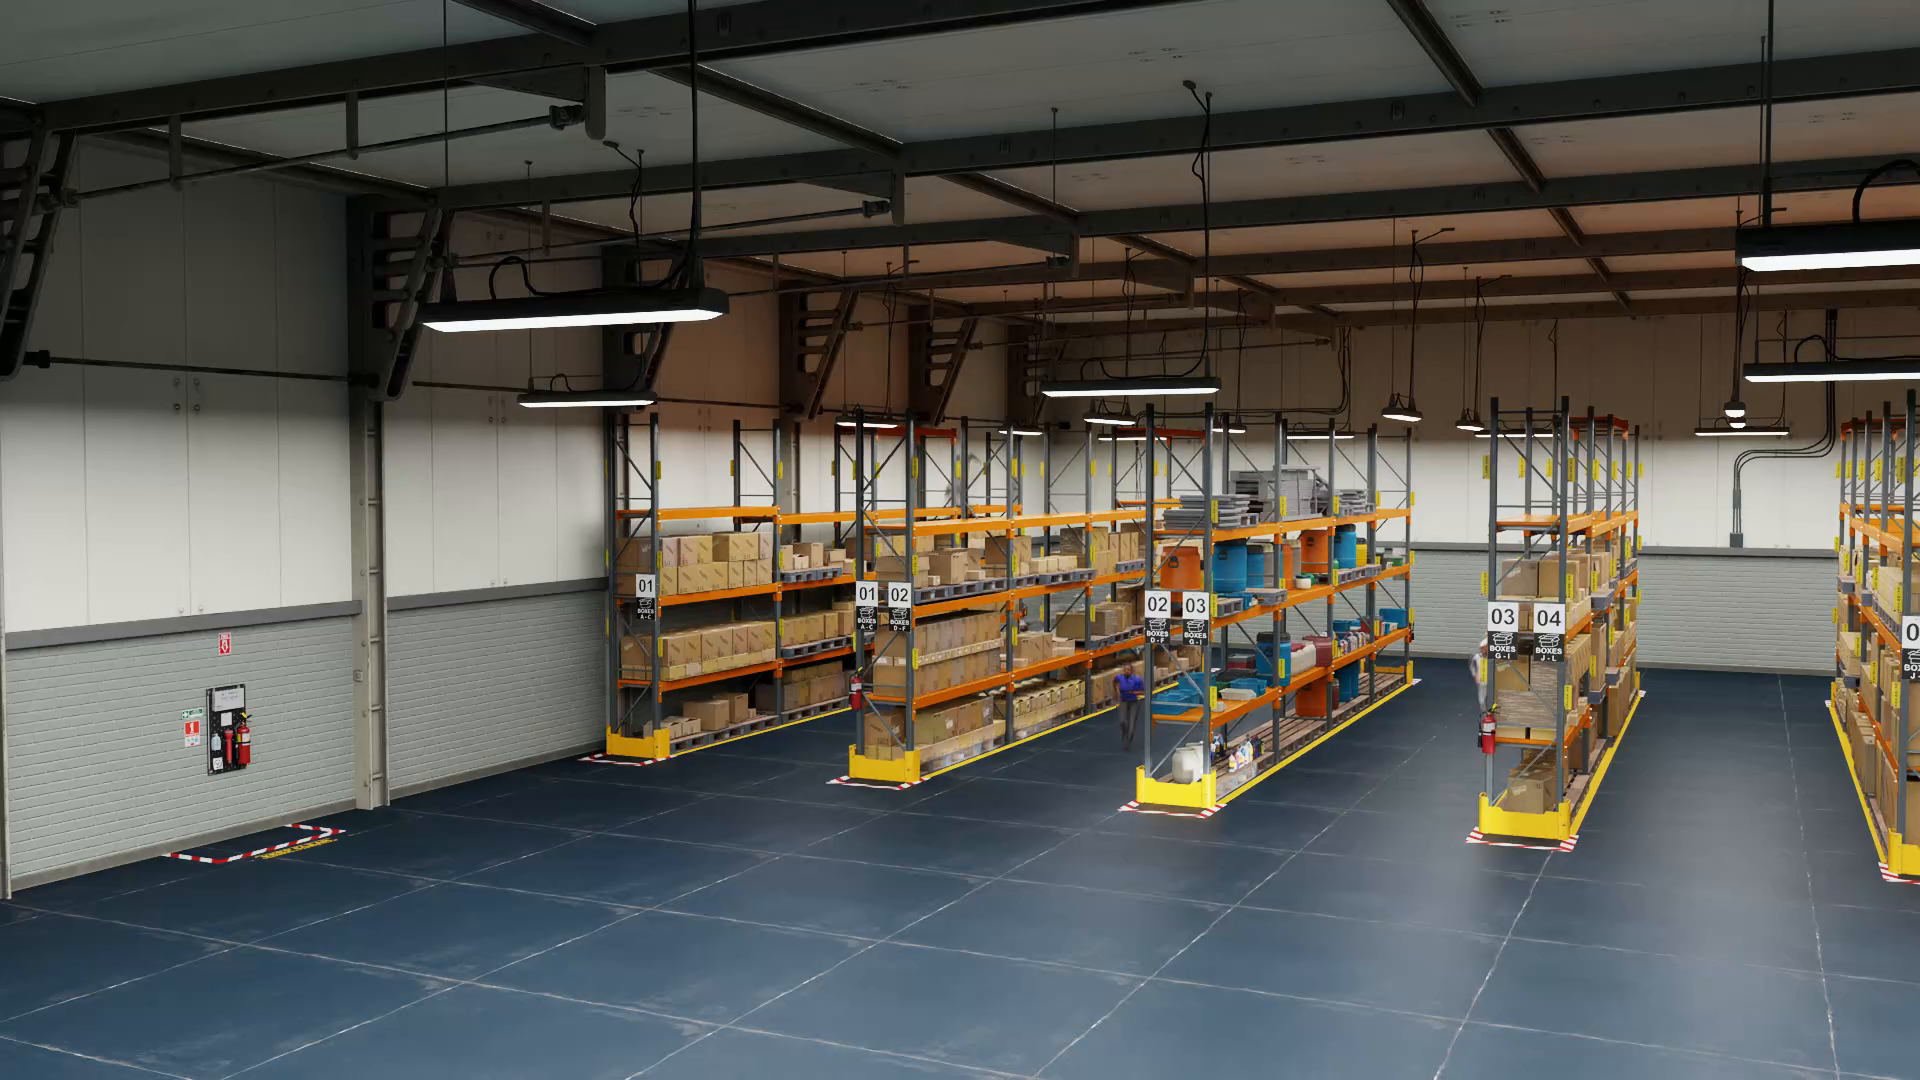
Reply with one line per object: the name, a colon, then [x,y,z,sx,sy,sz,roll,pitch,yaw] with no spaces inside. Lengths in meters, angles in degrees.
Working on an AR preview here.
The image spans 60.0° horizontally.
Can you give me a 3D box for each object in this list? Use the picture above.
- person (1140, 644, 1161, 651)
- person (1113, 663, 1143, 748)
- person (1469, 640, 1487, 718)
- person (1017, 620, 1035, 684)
person: [5.092,2.377,43.364,0.858,1.629,0.710,2,3,37]
person: [2.982,2.959,29.608,0.562,1.575,0.794,0,2,10]
person: [10.229,2.800,32.267,0.665,1.763,0.881,1,3,20]
person: [1.472,2.615,36.765,0.568,1.714,0.861,2,3,33]
